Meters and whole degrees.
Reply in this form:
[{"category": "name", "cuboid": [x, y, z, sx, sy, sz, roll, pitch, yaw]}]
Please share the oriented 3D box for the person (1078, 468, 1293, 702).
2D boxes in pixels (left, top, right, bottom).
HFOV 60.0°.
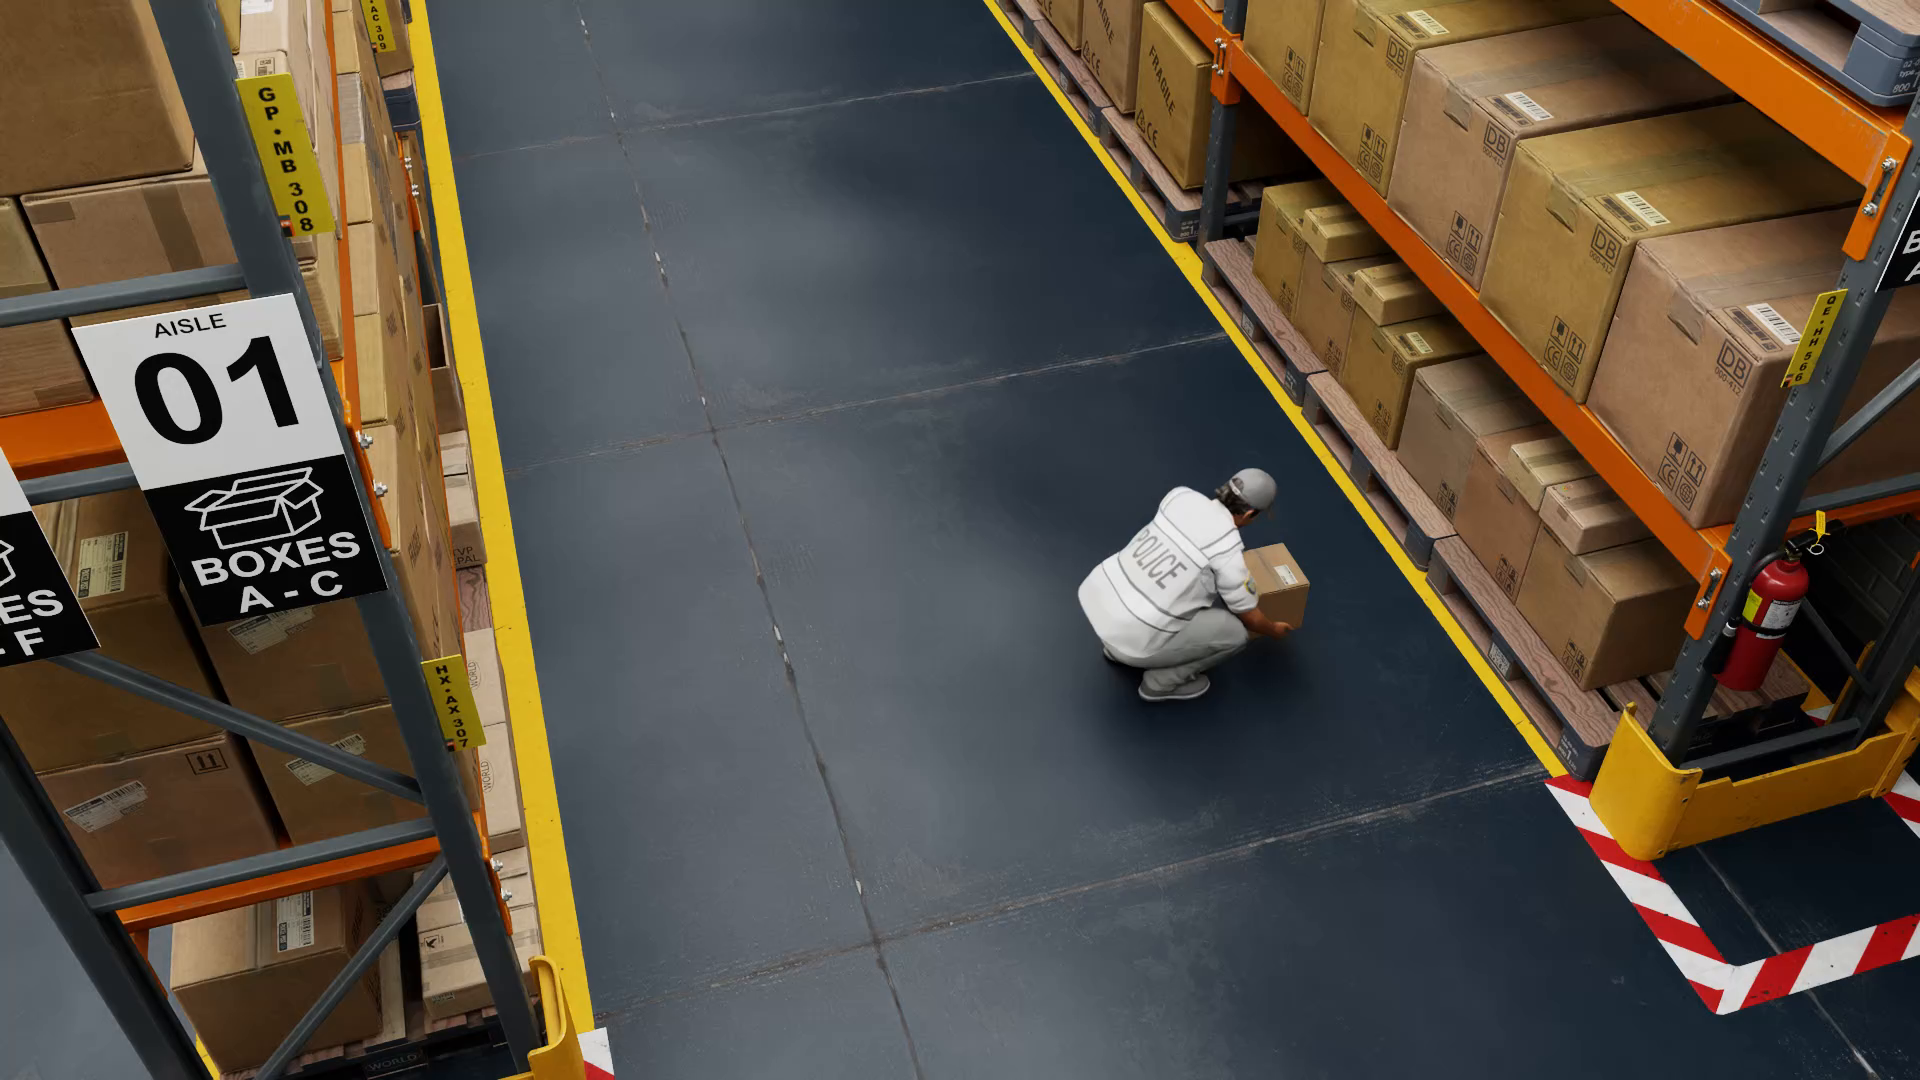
[{"category": "person", "cuboid": [0.890, 0.171, 6.522, 0.846, 0.938, 0.526, -12, 44, -13]}]
